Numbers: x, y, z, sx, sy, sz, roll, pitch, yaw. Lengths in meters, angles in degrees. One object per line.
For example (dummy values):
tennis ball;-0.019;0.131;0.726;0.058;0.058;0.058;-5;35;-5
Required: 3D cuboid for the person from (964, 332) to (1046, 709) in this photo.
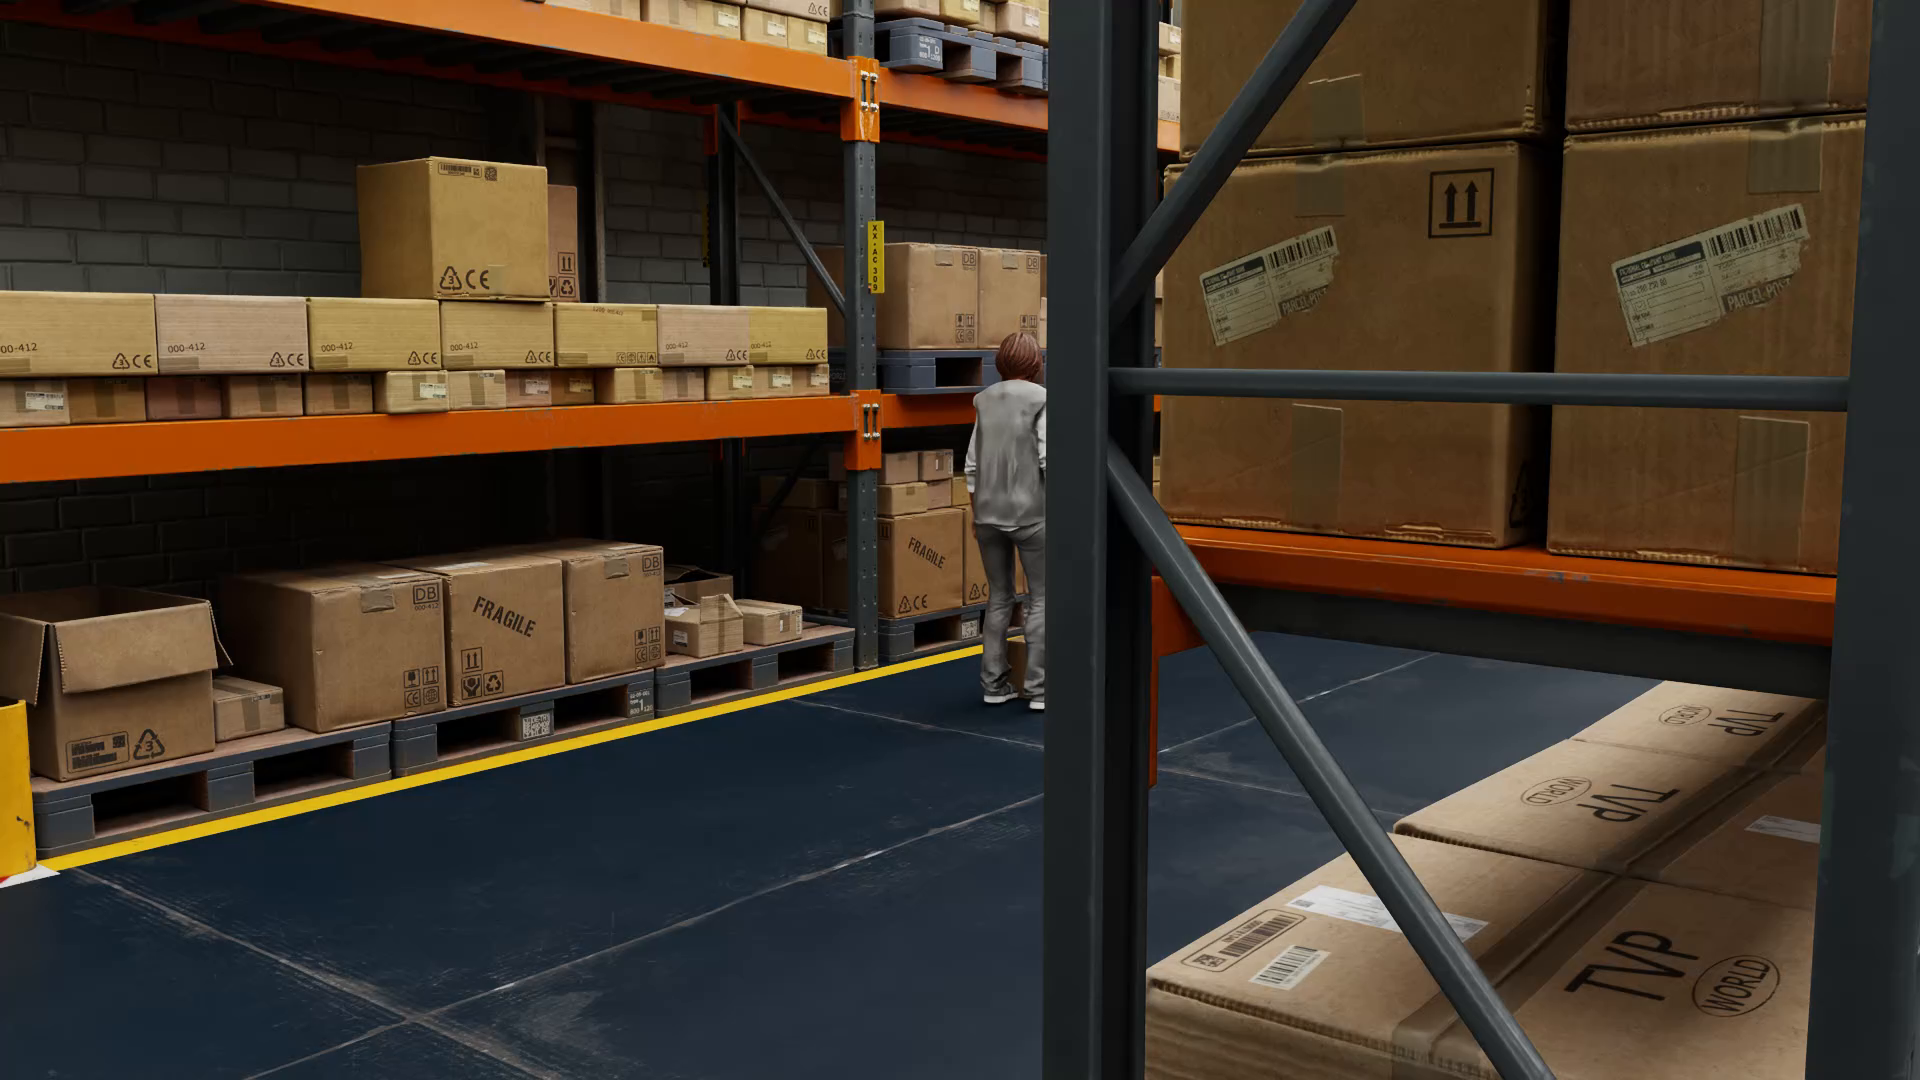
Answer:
person;0.245;-0.082;7.053;0.485;1.592;0.347;4;8;32
